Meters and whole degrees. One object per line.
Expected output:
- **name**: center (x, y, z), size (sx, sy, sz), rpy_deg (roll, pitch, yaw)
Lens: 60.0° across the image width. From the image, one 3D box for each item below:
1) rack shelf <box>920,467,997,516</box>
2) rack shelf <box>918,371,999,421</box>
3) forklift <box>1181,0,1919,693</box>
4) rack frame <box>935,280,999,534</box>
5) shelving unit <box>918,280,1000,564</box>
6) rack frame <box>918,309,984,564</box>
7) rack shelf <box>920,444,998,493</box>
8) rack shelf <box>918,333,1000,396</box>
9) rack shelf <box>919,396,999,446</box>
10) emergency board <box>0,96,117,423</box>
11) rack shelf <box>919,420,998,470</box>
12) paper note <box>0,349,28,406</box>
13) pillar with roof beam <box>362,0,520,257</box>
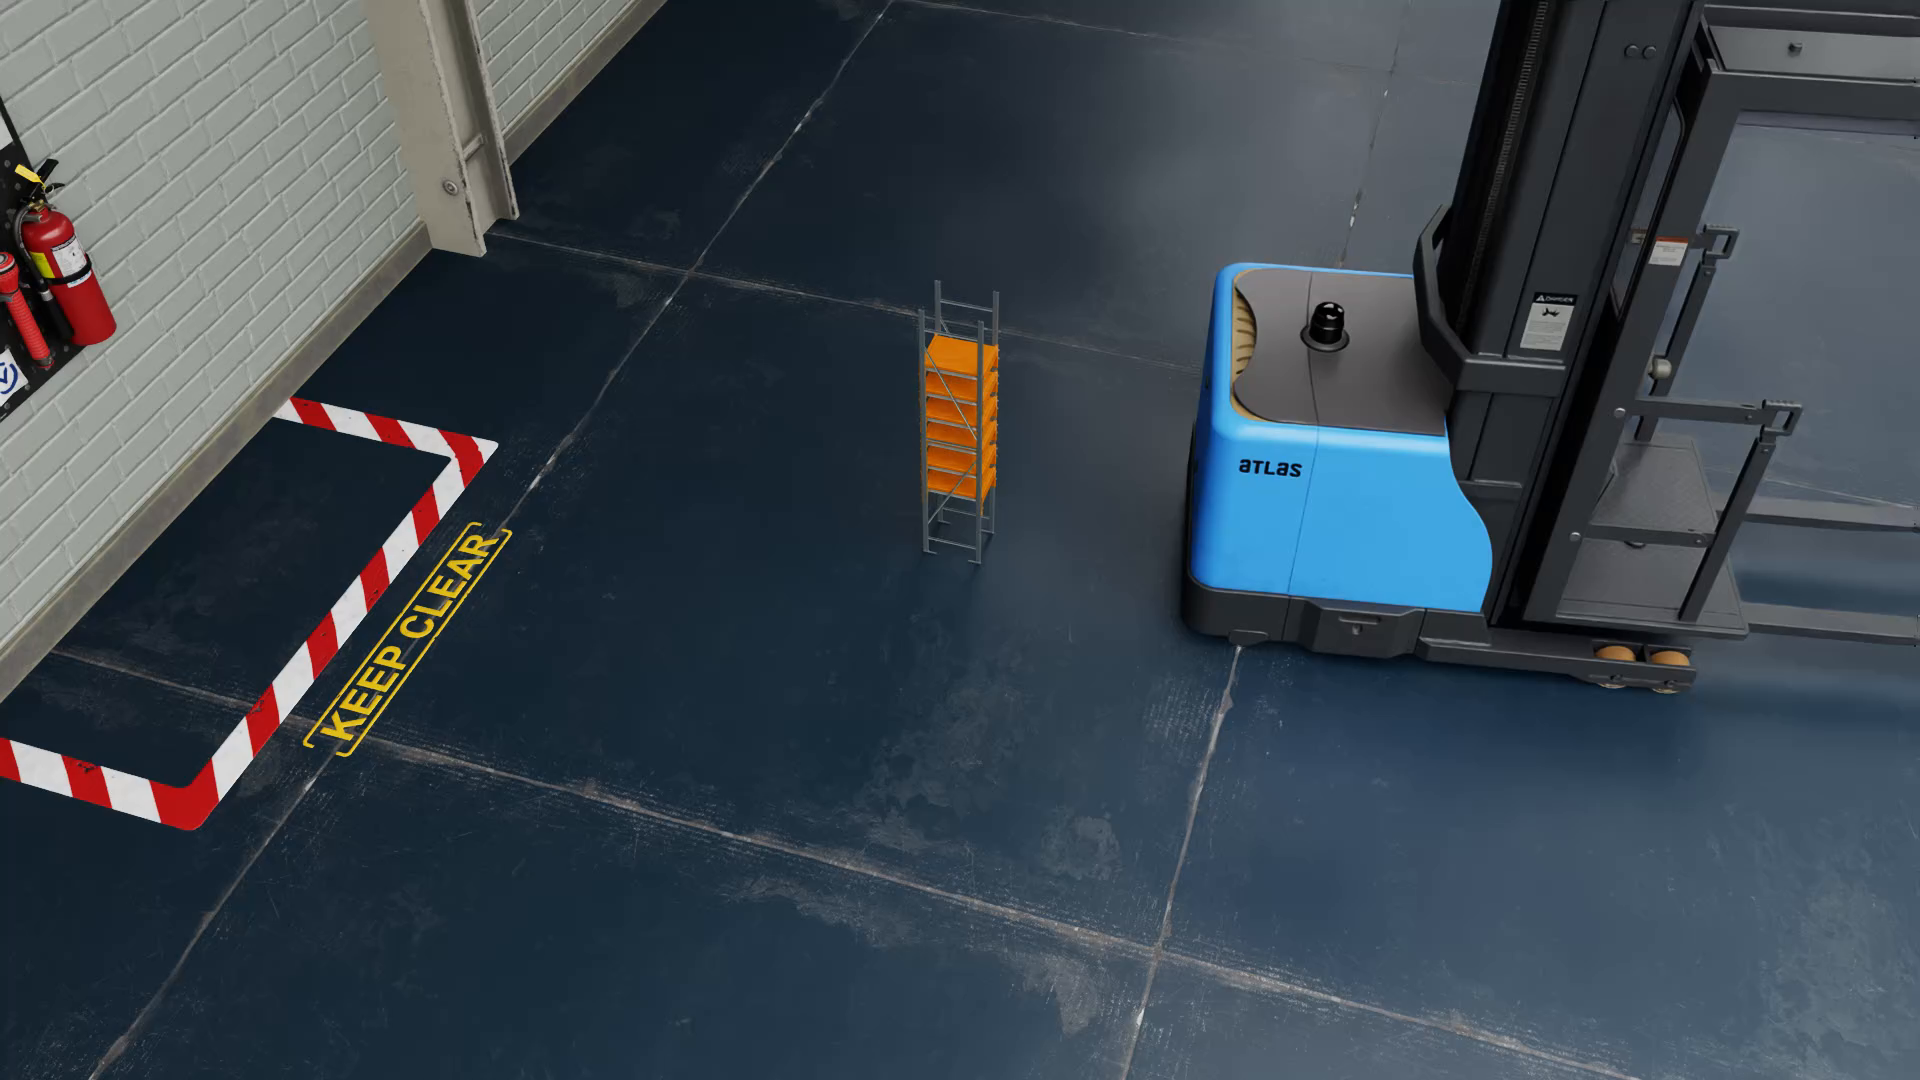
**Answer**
- **rack shelf**: center (-0.004, -0.216, 6.519), size (0.258, 0.103, 0.180), rpy_deg (13, 46, 12)
- **rack shelf**: center (-0.004, -0.559, 6.184), size (0.258, 0.103, 0.180), rpy_deg (13, 46, 12)
- **forklift**: center (2.402, -0.876, 5.550), size (3.031, 2.935, 1.130), rpy_deg (5, 45, 5)
- **rack frame**: center (0.023, -0.480, 6.383), size (0.240, 1.200, 0.006), rpy_deg (13, 46, 12)
- **shelving unit**: center (-0.004, -0.419, 6.321), size (0.258, 1.200, 0.189), rpy_deg (13, 46, 12)
- **rack frame**: center (-0.032, -0.358, 6.258), size (0.240, 1.200, 0.006), rpy_deg (13, 46, 12)
- **rack shelf**: center (-0.004, -0.302, 6.436), size (0.258, 0.103, 0.180), rpy_deg (13, 46, 12)
- **rack shelf**: center (-0.004, -0.645, 6.100), size (0.258, 0.103, 0.180), rpy_deg (13, 46, 12)
- **rack shelf**: center (-0.004, -0.473, 6.268), size (0.258, 0.103, 0.180), rpy_deg (13, 46, 12)
- **emergency board**: center (-3.223, -0.987, 5.614), size (0.194, 1.169, 0.643), rpy_deg (13, 46, 13)
- **rack shelf**: center (-0.004, -0.387, 6.352), size (0.258, 0.103, 0.180), rpy_deg (13, 46, 12)
- **paper note**: center (-3.342, -0.569, 5.817), size (0.016, 0.148, 0.142), rpy_deg (13, 46, 13)
- **pillar with roof beam**: center (1.665, -3.859, 4.259), size (9.100, 9.000, 0.400), rpy_deg (13, 46, 13)
